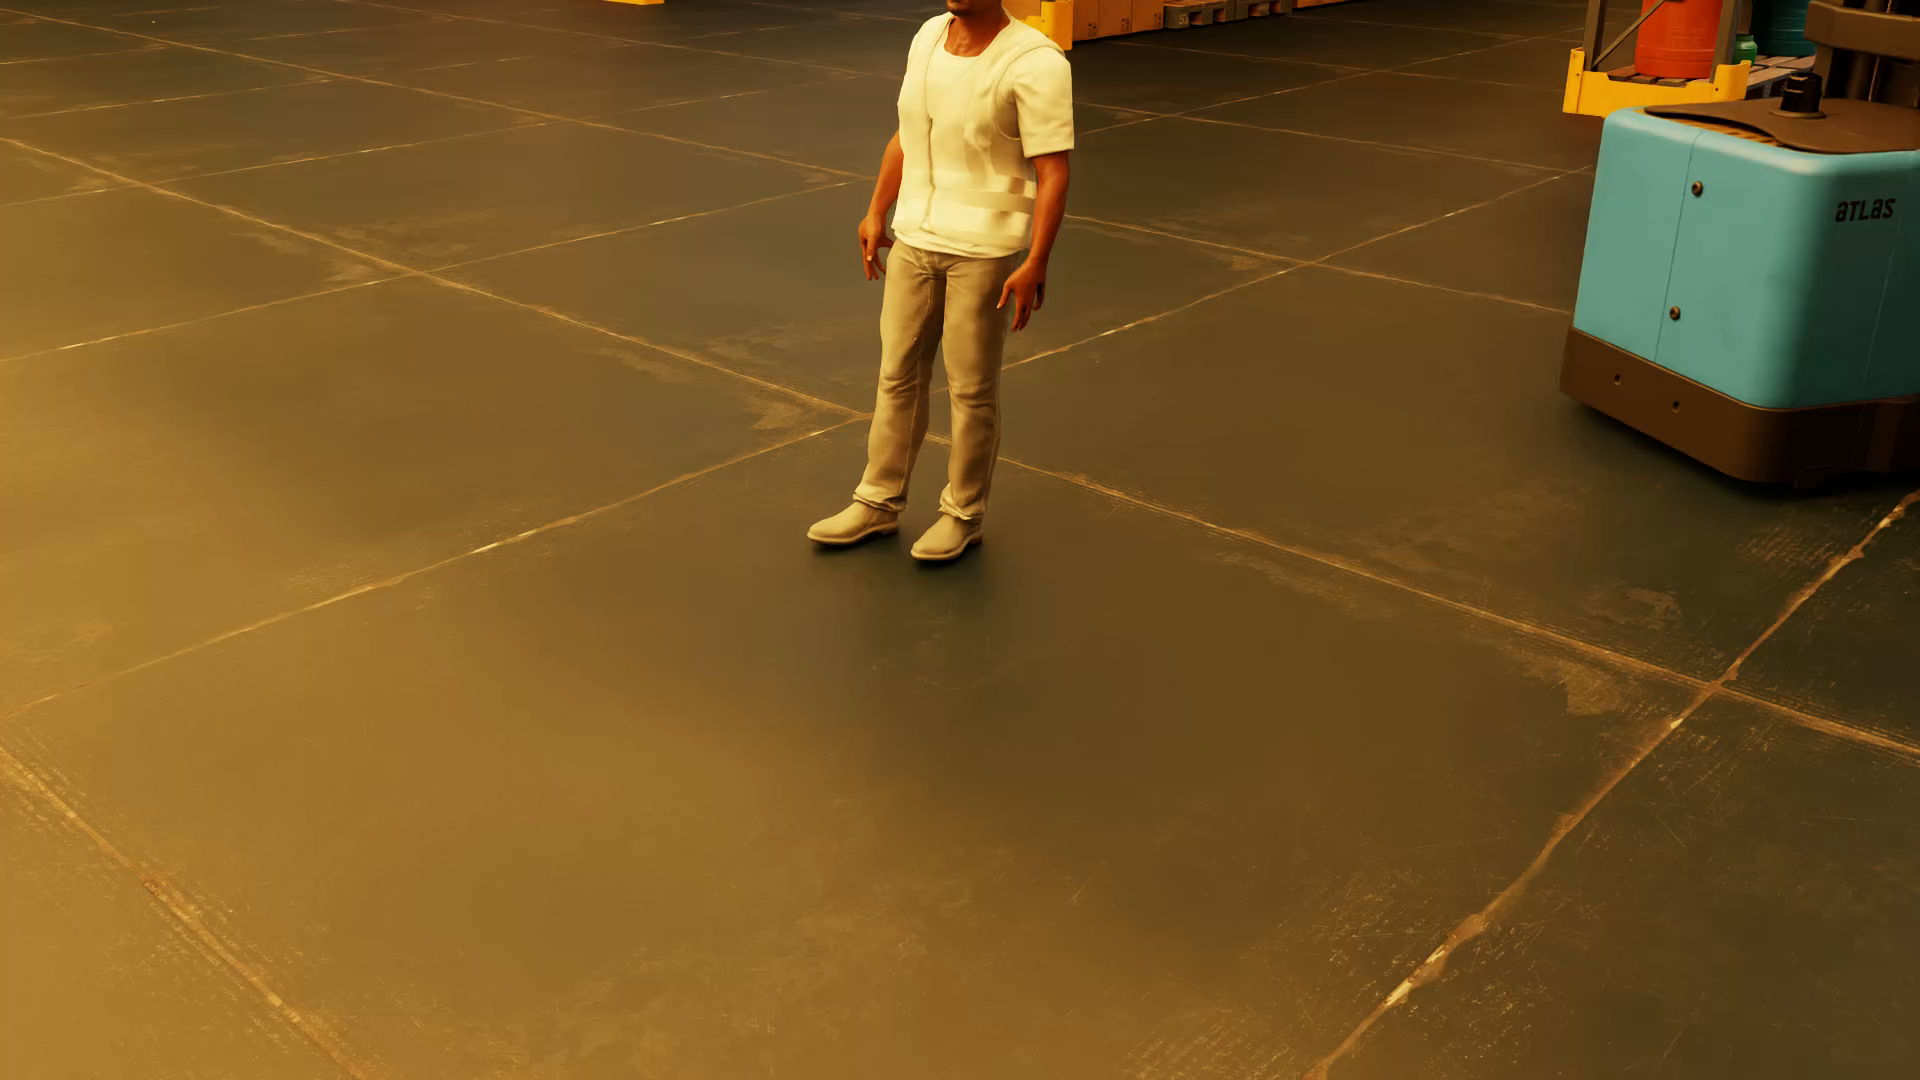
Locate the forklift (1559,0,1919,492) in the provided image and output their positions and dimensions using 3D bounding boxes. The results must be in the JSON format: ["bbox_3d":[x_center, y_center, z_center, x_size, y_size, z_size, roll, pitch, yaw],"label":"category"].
[{"bbox_3d":[3.752,-1.823,5.484,3.031,2.935,1.130,-7,25,-16],"label":"forklift"}]

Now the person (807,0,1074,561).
[{"bbox_3d":[-0.052,-0.796,4.575,0.665,1.768,0.575,20,31,38],"label":"person"}]
